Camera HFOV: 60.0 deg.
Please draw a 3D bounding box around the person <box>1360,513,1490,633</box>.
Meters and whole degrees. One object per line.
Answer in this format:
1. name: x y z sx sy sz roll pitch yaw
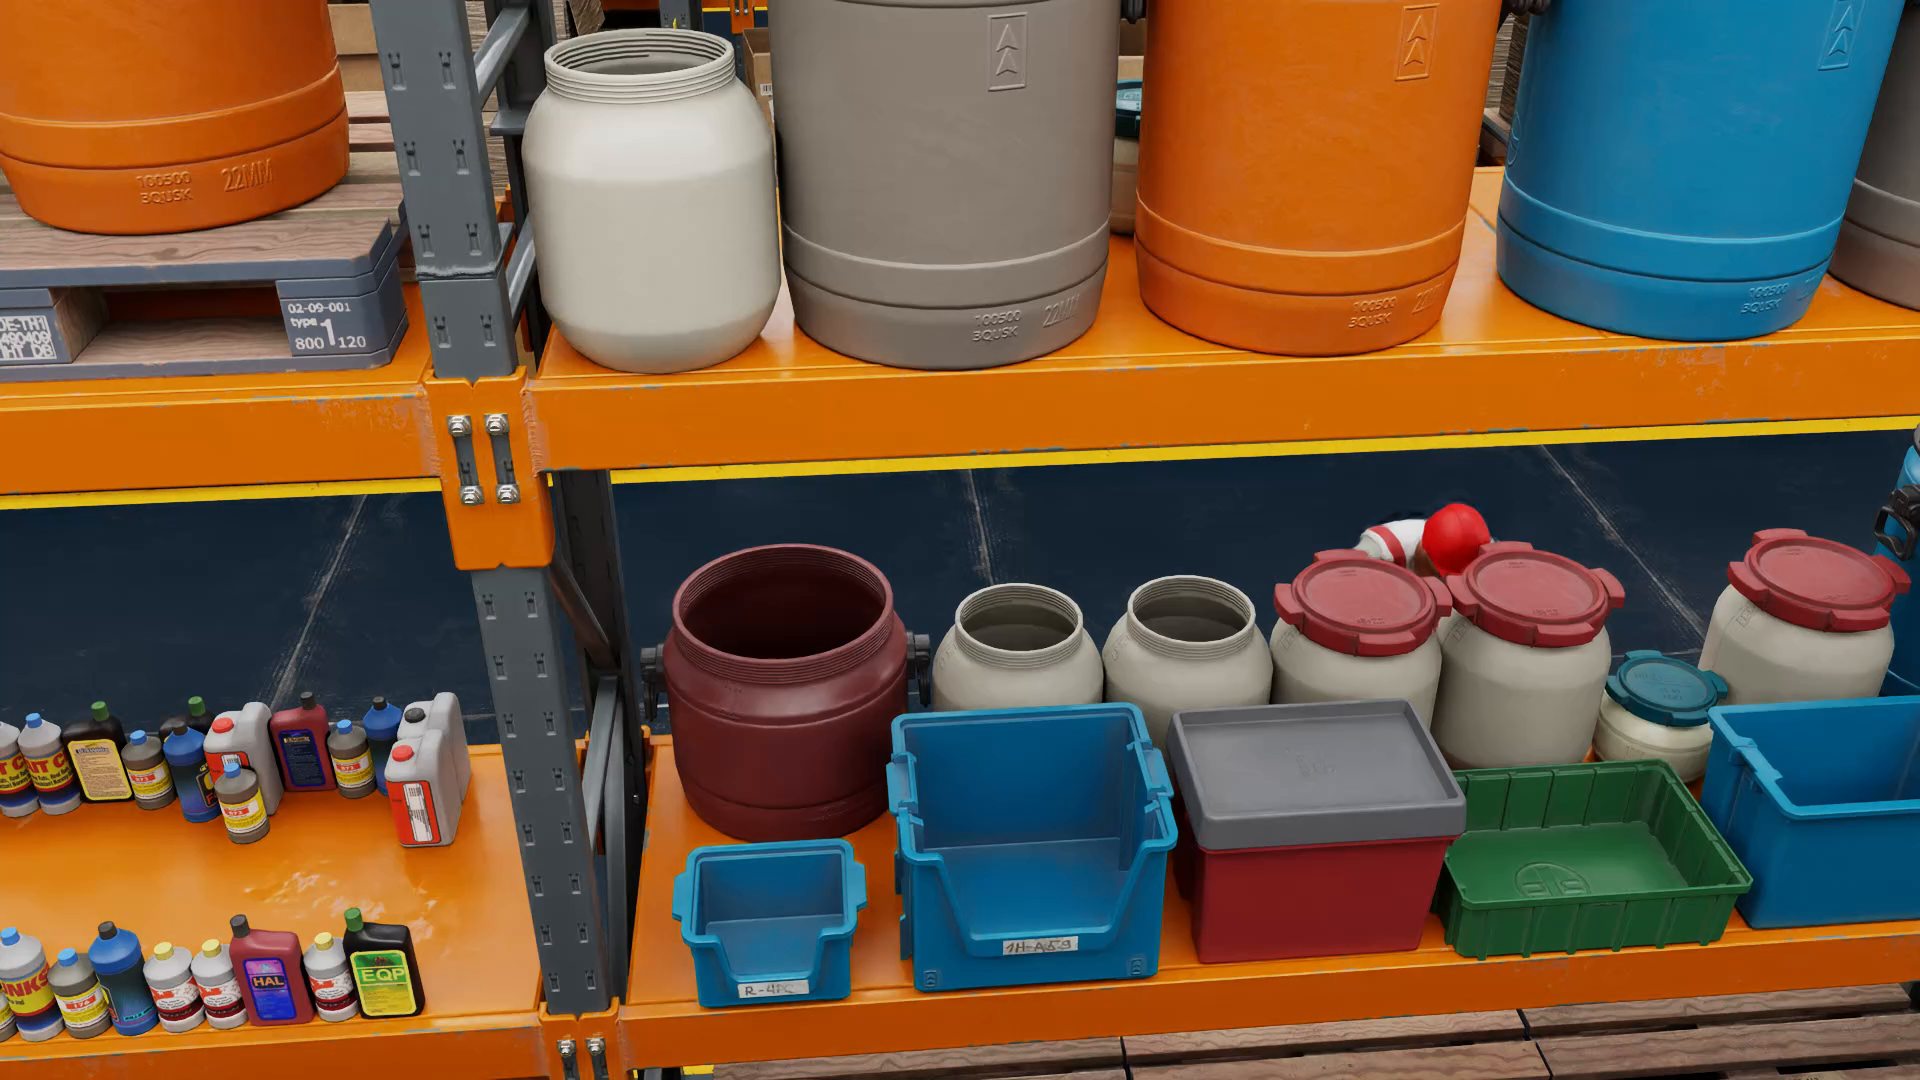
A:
1. person: 1.520 0.449 5.668 0.582 1.471 0.731 -3 31 -4
